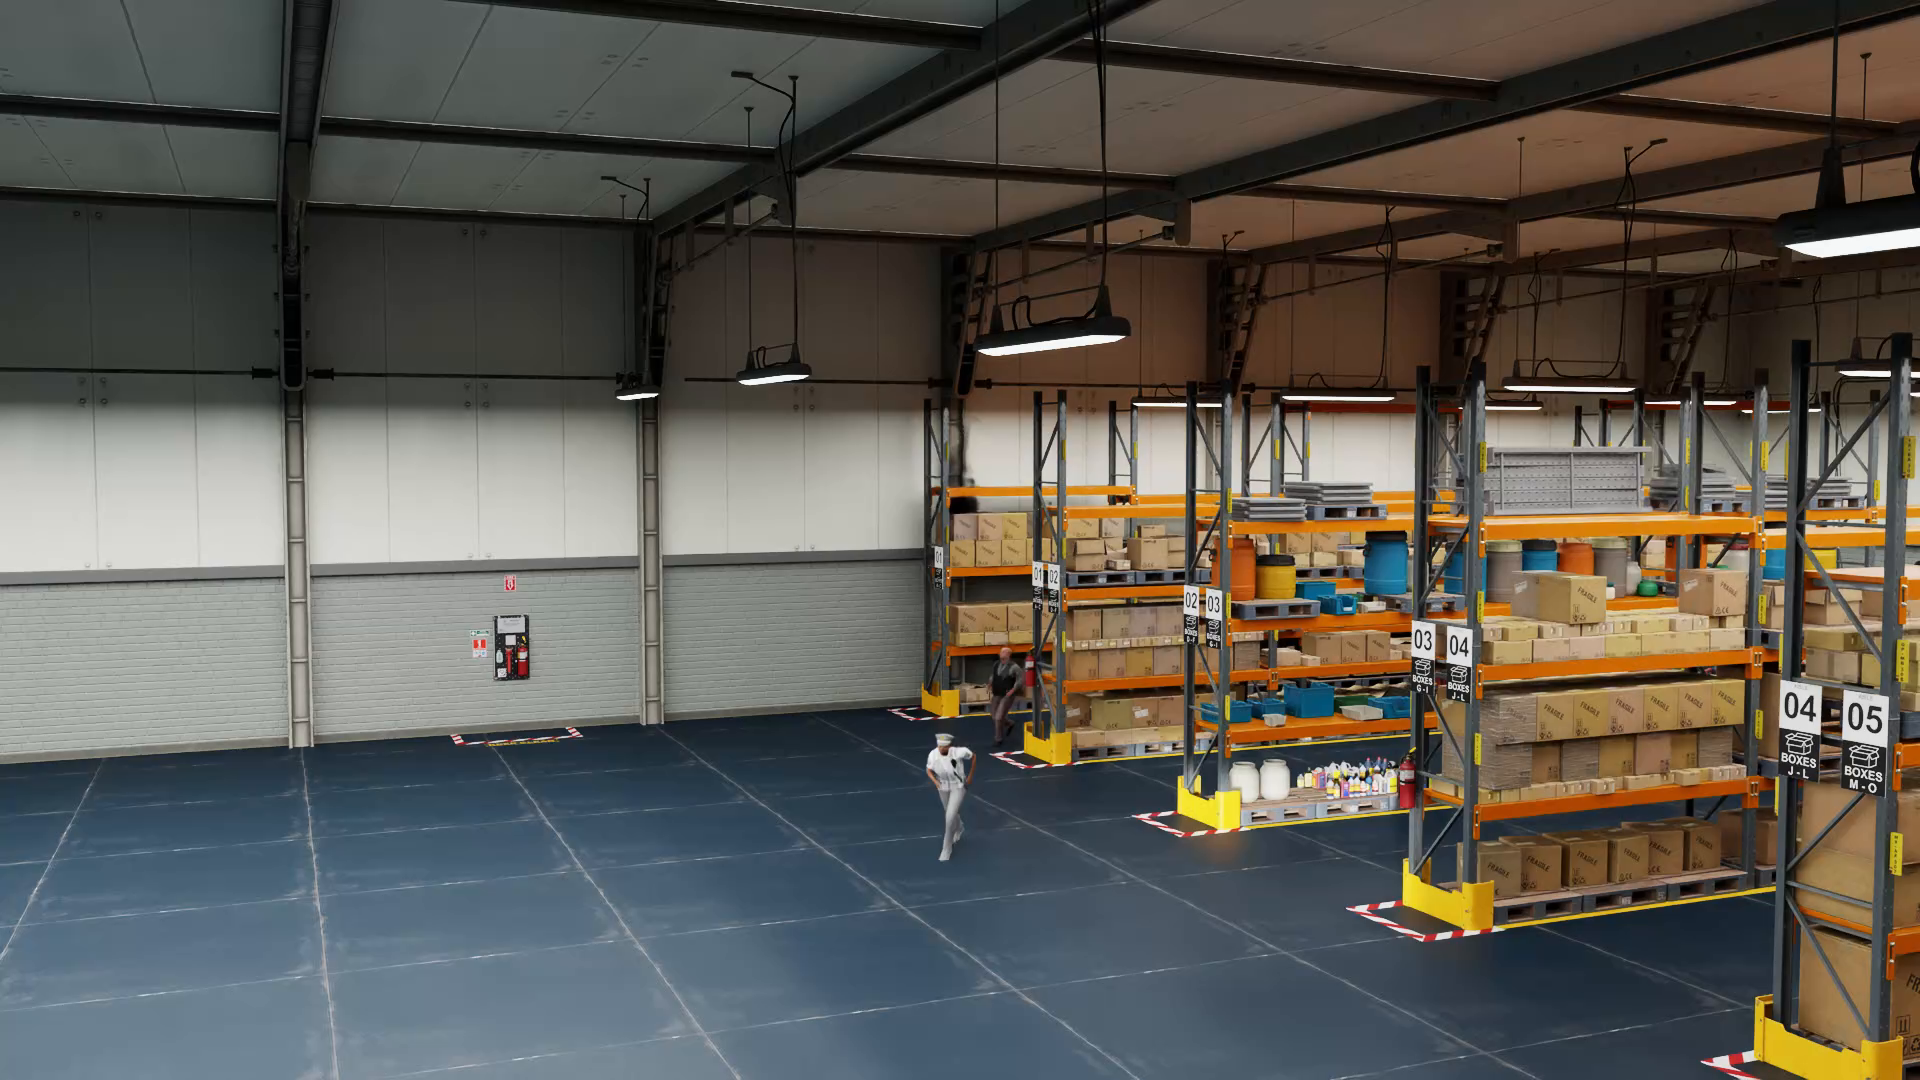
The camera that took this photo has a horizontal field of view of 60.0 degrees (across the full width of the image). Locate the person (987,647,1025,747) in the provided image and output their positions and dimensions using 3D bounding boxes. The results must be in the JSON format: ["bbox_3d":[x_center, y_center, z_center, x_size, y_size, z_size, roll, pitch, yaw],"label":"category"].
[{"bbox_3d":[0.803,2.672,28.370,0.685,1.716,0.696,3,4,41],"label":"person"}]

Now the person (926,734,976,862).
[{"bbox_3d":[-0.101,3.173,20.886,0.582,1.624,0.985,1,3,14],"label":"person"}]
